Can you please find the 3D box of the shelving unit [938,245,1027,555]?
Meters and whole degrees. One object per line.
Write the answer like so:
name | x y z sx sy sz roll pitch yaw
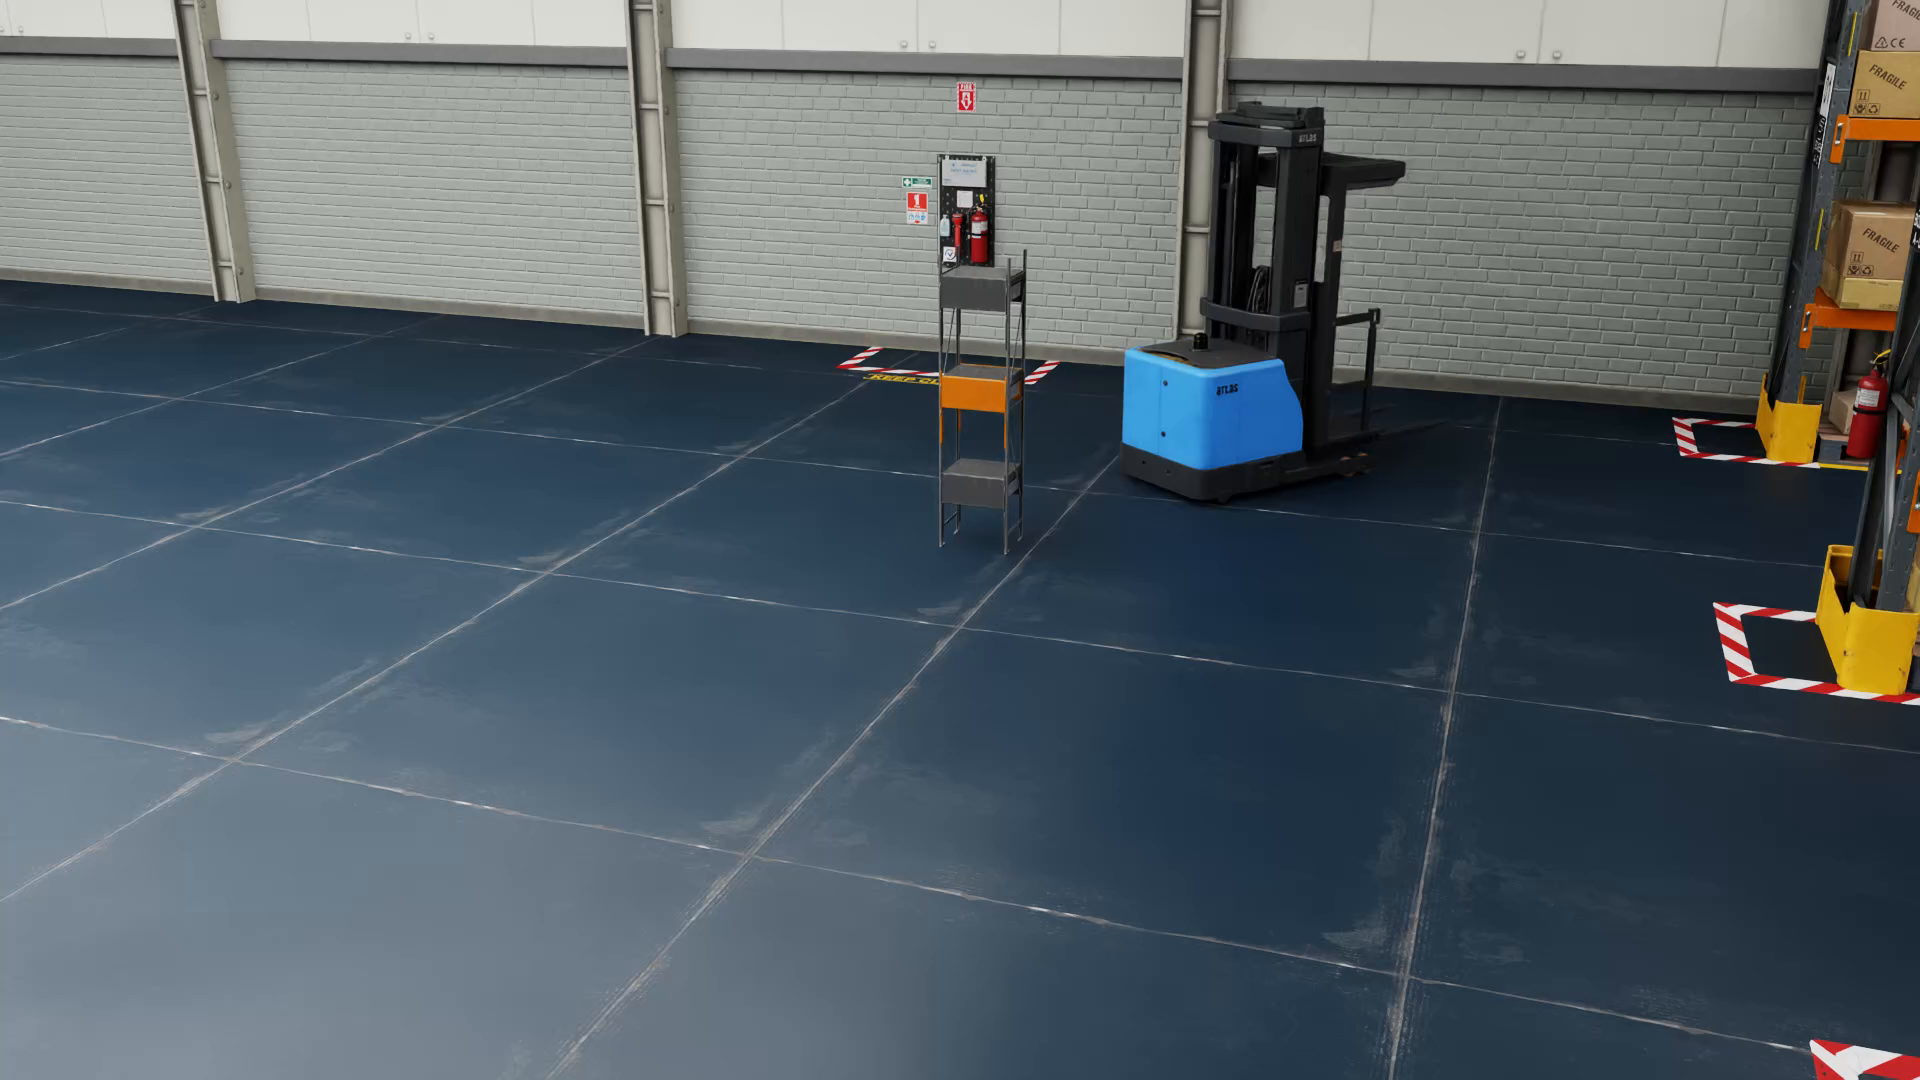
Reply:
shelving unit | 0.156 -0.974 11.679 0.503 2.100 0.431 7 20 18

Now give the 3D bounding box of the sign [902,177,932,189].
sign | -0.448 -3.733 17.369 0.331 0.109 0.001 7 20 18

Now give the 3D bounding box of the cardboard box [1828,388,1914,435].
cardboard box | 7.707 -1.092 14.070 0.500 0.311 0.500 4 20 12

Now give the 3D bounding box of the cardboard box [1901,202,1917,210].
cardboard box | 8.071 -2.508 13.771 0.500 0.500 0.500 7 20 19

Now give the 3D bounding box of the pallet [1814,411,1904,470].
pallet | 7.911 -0.833 14.146 1.213 0.211 1.003 7 20 18

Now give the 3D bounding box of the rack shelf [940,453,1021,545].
rack shelf | 0.156 -0.300 11.914 0.480 0.518 0.431 7 20 18

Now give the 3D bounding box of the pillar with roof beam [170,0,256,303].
pillar with roof beam | -10.387 -5.889 15.299 0.400 9.000 9.100 7 20 18

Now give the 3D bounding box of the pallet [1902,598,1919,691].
pallet | 6.197 0.670 9.834 1.213 0.211 1.003 7 20 18

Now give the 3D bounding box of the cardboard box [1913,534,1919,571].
cardboard box | 6.065 -0.005 9.934 0.500 0.500 0.500 7 20 18

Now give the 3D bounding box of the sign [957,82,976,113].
sign | 0.064 -4.504 16.918 0.199 0.298 0.001 7 20 18

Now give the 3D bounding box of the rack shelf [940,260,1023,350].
rack shelf | 0.156 -1.622 11.453 0.480 0.518 0.431 7 20 18

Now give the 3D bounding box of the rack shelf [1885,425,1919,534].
rack shelf | 7.350 -0.161 9.073 4.000 0.370 1.077 7 20 18

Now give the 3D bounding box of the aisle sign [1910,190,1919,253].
aisle sign | 5.496 -2.042 9.429 0.004 0.787 0.394 7 20 18

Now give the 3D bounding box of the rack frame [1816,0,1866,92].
rack frame | 7.083 -5.090 13.007 0.127 3.000 1.000 7 20 18

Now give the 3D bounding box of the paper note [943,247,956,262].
paper note | -0.106 -3.002 17.469 0.142 0.148 0.016 7 20 18

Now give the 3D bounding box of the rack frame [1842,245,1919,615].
rack frame | 5.461 -0.716 9.574 0.127 3.000 1.000 7 20 18

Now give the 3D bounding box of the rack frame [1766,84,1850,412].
rack frame | 7.083 -2.257 13.994 0.127 3.000 1.000 7 20 18

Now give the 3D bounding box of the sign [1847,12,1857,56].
sign | 6.905 -3.917 12.873 0.005 0.325 0.100 7 20 18

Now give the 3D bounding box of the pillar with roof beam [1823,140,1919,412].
pillar with roof beam | 6.616 -3.945 9.721 0.400 9.000 9.100 7 20 18

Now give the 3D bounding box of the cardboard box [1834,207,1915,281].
cardboard box | 7.436 -2.405 13.476 0.500 0.500 0.500 7 20 18

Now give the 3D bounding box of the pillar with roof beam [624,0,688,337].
pillar with roof beam | -4.720 -5.241 13.440 0.400 9.000 9.100 7 20 18

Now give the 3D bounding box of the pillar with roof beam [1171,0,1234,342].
pillar with roof beam | 0.948 -4.593 11.581 0.400 9.000 9.100 7 20 18

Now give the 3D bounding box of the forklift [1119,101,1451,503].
forklift | 2.802 -2.026 13.435 3.031 2.935 1.130 -12 23 -32

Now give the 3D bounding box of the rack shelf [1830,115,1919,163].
rack shelf | 8.973 -3.118 12.999 4.000 0.370 1.077 7 20 18

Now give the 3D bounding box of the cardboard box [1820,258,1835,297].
cardboard box | 7.589 -2.205 14.044 0.500 0.250 0.500 7 20 19

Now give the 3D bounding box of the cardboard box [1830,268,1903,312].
cardboard box | 7.440 -2.044 13.581 0.500 0.250 0.500 6 20 16

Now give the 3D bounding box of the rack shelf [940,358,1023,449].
rack shelf | 0.156 -0.961 11.684 0.480 0.518 0.431 7 20 18

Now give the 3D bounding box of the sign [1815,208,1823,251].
sign | 6.905 -2.497 13.368 0.005 0.325 0.100 7 20 18

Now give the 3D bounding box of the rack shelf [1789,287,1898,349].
rack shelf | 8.973 -1.701 13.493 4.000 0.370 1.077 7 20 18

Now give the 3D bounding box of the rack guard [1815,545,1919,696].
rack guard | 5.439 0.461 9.993 0.348 0.500 1.175 7 20 18

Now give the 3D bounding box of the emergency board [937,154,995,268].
emergency board | 0.039 -3.377 17.208 0.643 1.169 0.194 7 20 18

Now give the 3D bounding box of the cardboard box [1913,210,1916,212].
cardboard box | 7.899 -2.348 13.314 0.500 0.500 0.500 7 20 18

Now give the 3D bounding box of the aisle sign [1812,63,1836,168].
aisle sign | 6.917 -3.399 13.321 0.004 0.787 0.394 7 20 18

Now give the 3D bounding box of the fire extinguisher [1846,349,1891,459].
fire extinguisher | 5.502 -0.837 10.038 0.183 0.674 0.296 7 20 18

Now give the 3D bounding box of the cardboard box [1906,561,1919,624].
cardboard box | 6.065 0.350 10.055 0.500 0.250 0.500 7 20 18

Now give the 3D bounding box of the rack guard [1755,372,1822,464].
rack guard | 7.155 -1.069 14.382 0.348 0.500 1.175 7 20 18

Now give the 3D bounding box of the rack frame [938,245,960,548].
rack frame | -0.074 -1.000 11.755 0.015 2.100 0.400 7 20 18

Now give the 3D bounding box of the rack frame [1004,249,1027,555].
rack frame | 0.387 -0.947 11.604 0.015 2.100 0.400 7 20 18

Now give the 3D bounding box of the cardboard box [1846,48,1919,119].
cardboard box | 7.317 -3.616 13.154 0.500 0.500 0.500 7 20 19

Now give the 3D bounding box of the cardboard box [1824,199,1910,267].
cardboard box | 7.598 -2.565 13.936 0.500 0.500 0.500 6 20 17

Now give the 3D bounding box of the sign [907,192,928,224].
sign | -0.450 -3.486 17.465 0.234 0.329 0.001 7 20 18

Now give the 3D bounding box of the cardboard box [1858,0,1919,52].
cardboard box | 7.368 -4.085 12.980 0.500 0.500 0.500 5 20 14

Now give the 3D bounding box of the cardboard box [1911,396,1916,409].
cardboard box | 8.246 -1.031 13.893 0.500 0.311 0.500 8 21 23
